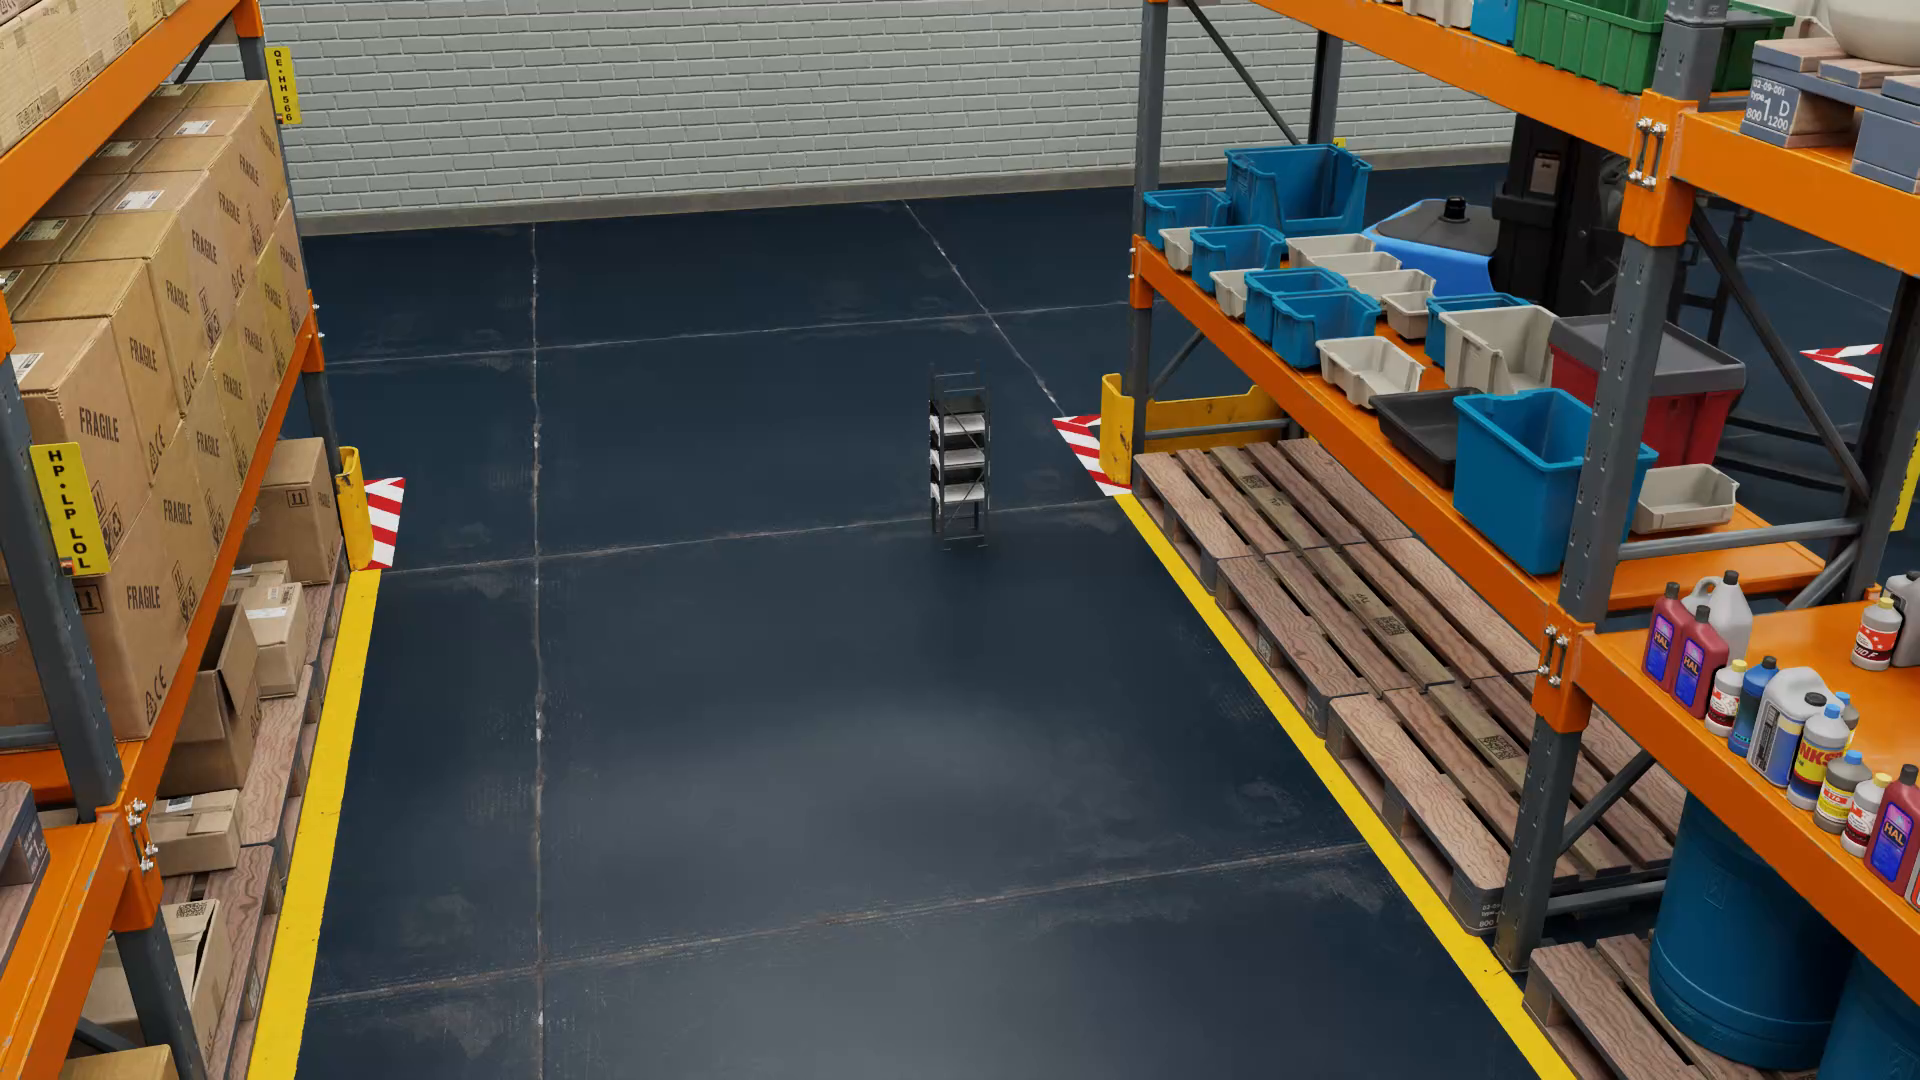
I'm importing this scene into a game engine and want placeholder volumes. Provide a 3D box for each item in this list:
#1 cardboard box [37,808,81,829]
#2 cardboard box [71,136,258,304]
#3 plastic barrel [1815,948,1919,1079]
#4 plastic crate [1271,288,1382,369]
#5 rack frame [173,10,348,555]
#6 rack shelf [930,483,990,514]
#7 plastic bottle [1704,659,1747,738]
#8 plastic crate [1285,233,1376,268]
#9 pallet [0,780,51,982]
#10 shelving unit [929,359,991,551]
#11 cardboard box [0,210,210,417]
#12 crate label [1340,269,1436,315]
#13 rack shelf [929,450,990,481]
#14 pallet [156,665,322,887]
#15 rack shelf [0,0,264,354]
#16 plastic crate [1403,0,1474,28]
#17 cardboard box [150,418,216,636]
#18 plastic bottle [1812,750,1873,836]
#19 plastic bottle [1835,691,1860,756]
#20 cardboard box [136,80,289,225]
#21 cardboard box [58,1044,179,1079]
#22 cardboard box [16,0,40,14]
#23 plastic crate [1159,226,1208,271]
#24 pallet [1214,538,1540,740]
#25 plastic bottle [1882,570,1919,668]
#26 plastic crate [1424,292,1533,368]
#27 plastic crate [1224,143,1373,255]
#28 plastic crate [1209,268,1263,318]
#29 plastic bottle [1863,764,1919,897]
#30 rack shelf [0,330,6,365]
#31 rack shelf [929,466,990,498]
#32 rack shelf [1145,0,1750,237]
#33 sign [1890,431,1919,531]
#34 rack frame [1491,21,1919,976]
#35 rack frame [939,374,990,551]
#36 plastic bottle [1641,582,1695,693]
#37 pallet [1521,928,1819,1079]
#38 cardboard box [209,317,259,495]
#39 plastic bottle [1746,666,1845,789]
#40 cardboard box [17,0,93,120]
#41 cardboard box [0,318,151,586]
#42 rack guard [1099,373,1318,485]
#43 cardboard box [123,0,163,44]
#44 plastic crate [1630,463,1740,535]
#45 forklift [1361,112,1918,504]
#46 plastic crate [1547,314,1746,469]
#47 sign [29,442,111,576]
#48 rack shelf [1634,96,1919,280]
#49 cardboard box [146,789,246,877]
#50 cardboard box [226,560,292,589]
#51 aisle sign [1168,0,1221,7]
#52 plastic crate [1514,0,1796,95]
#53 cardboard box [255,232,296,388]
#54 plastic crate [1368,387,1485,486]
[{"bbox_3d":[-3.129,0.961,5.513,0.500,0.311,0.500,-6,27,-12],"label":"cardboard box"},{"bbox_3d":[-2.852,-1.123,5.925,0.500,0.500,0.500,-5,27,-10],"label":"cardboard box"},{"bbox_3d":[2.537,1.307,4.194,0.600,0.901,0.708,-6,27,-12],"label":"plastic barrel"},{"bbox_3d":[1.469,-0.850,6.724,0.416,0.233,0.300,-6,27,-12],"label":"plastic crate"},{"bbox_3d":[-3.457,-1.248,7.394,1.000,3.000,0.127,-6,27,-12],"label":"rack frame"},{"bbox_3d":[-0.002,-0.215,8.150,0.258,0.077,0.200,-6,27,-12],"label":"rack shelf"},{"bbox_3d":[2.012,0.407,4.336,0.097,0.201,0.097,0,27,0],"label":"plastic bottle"},{"bbox_3d":[1.730,-1.319,7.761,0.396,0.136,0.243,-6,27,-12],"label":"plastic crate"},{"bbox_3d":[-2.481,0.955,3.241,1.003,0.211,1.213,-6,27,-12],"label":"pallet"},{"bbox_3d":[-0.002,-0.405,8.054,0.258,0.900,0.210,-6,27,-12],"label":"shelving unit"},{"bbox_3d":[-2.619,-0.671,5.030,0.500,0.500,0.500,-7,28,-13],"label":"cardboard box"},{"bbox_3d":[1.868,-1.071,7.268,0.396,0.136,0.243,-6,27,-12],"label":"crate label"},{"bbox_3d":[-0.002,-0.376,8.069,0.258,0.077,0.200,-6,27,-12],"label":"rack shelf"},{"bbox_3d":[-2.987,0.914,6.204,1.003,0.211,1.213,-6,27,-12],"label":"pallet"},{"bbox_3d":[-3.006,-1.388,5.141,1.077,0.370,4.000,-6,27,-12],"label":"rack shelf"},{"bbox_3d":[1.614,-1.735,5.322,0.293,0.136,0.466,-6,27,-12],"label":"plastic crate"},{"bbox_3d":[-2.523,-0.013,4.835,0.500,0.500,0.500,-5,27,-11],"label":"cardboard box"},{"bbox_3d":[2.109,0.594,3.965,0.097,0.201,0.097,0,27,0],"label":"plastic bottle"},{"bbox_3d":[2.205,0.477,4.197,0.097,0.201,0.097,0,27,0],"label":"plastic bottle"},{"bbox_3d":[-3.088,-1.572,6.815,0.500,0.500,0.500,-6,27,-12],"label":"cardboard box"},{"bbox_3d":[-2.165,1.615,4.008,0.500,0.500,0.500,-6,27,-12],"label":"cardboard box"},{"bbox_3d":[-2.537,-1.446,4.068,0.500,0.250,0.500,-6,27,-12],"label":"cardboard box"},{"bbox_3d":[1.097,-1.368,7.857,0.250,0.136,0.298,-6,27,-12],"label":"plastic crate"},{"bbox_3d":[1.790,0.396,7.232,1.003,0.211,1.213,-6,27,-12],"label":"pallet"},{"bbox_3d":[2.675,0.202,4.659,0.152,0.276,0.135,-6,27,-12],"label":"plastic bottle"},{"bbox_3d":[2.083,-0.826,6.677,0.416,0.233,0.300,-6,27,-12],"label":"plastic crate"},{"bbox_3d":[1.628,-1.664,8.112,0.616,0.435,0.499,-6,27,-12],"label":"plastic crate"},{"bbox_3d":[1.250,-1.070,7.267,0.250,0.136,0.298,-6,27,-12],"label":"plastic crate"},{"bbox_3d":[2.139,0.653,3.757,0.061,0.283,0.133,-6,27,-12],"label":"plastic bottle"},{"bbox_3d":[-2.104,0.368,1.662,1.077,0.370,4.000,-6,27,-12],"label":"rack shelf"},{"bbox_3d":[-0.002,-0.295,8.110,0.258,0.077,0.200,-6,27,-12],"label":"rack shelf"},{"bbox_3d":[1.821,-1.890,6.134,1.077,0.370,4.000,-6,27,-12],"label":"rack shelf"},{"bbox_3d":[2.808,-0.172,4.955,0.100,0.325,0.005,-6,27,-12],"label":"sign"},{"bbox_3d":[2.272,0.006,4.908,1.000,3.000,0.127,-6,27,-12],"label":"rack frame"},{"bbox_3d":[0.021,-0.361,7.966,0.240,0.900,0.006,-6,27,-12],"label":"rack frame"},{"bbox_3d":[1.939,0.263,4.530,0.061,0.283,0.133,-6,27,-12],"label":"plastic bottle"},{"bbox_3d":[2.405,1.594,4.857,1.003,0.211,1.213,-6,27,-12],"label":"pallet"},{"bbox_3d":[-2.750,-0.456,5.713,0.500,0.500,0.500,-6,27,-12],"label":"cardboard box"},{"bbox_3d":[2.087,0.464,4.139,0.152,0.276,0.135,-6,27,-12],"label":"plastic bottle"},{"bbox_3d":[-2.532,-1.223,4.181,0.500,0.250,0.500,-6,27,-12],"label":"cardboard box"},{"bbox_3d":[-2.387,-0.219,4.134,0.500,0.500,0.500,-5,27,-10],"label":"cardboard box"},{"bbox_3d":[1.352,-0.643,8.969,1.175,0.500,0.348,-6,27,-12],"label":"rack guard"},{"bbox_3d":[-2.760,-1.662,5.051,0.500,0.250,0.500,-6,27,-12],"label":"cardboard box"},{"bbox_3d":[2.306,-0.122,5.388,0.396,0.136,0.243,-6,27,-12],"label":"plastic crate"},{"bbox_3d":[3.668,-1.825,8.614,3.031,2.935,1.130,19,33,33],"label":"forklift"},{"bbox_3d":[2.315,-0.466,5.708,0.402,0.464,0.583,-6,27,-12],"label":"plastic crate"},{"bbox_3d":[-2.015,-0.067,3.769,0.100,0.325,0.005,-6,27,-12],"label":"sign"},{"bbox_3d":[2.722,-0.134,2.655,1.077,0.370,4.000,-6,27,-12],"label":"rack shelf"},{"bbox_3d":[-2.644,0.991,5.613,0.380,0.166,0.250,-6,27,-12],"label":"cardboard box"},{"bbox_3d":[-3.091,0.221,7.140,0.380,0.166,0.250,-6,27,-12],"label":"cardboard box"},{"bbox_3d":[1.065,-2.912,7.805,0.394,0.787,0.004,-6,27,-12],"label":"aisle sign"},{"bbox_3d":[1.882,-1.393,4.588,0.450,0.188,0.662,-6,27,-12],"label":"plastic crate"},{"bbox_3d":[-2.970,-0.897,6.586,0.500,0.500,0.500,-6,27,-11],"label":"cardboard box"},{"bbox_3d":[1.758,-0.362,5.876,0.437,0.125,0.590,-6,27,-12],"label":"plastic crate"}]
